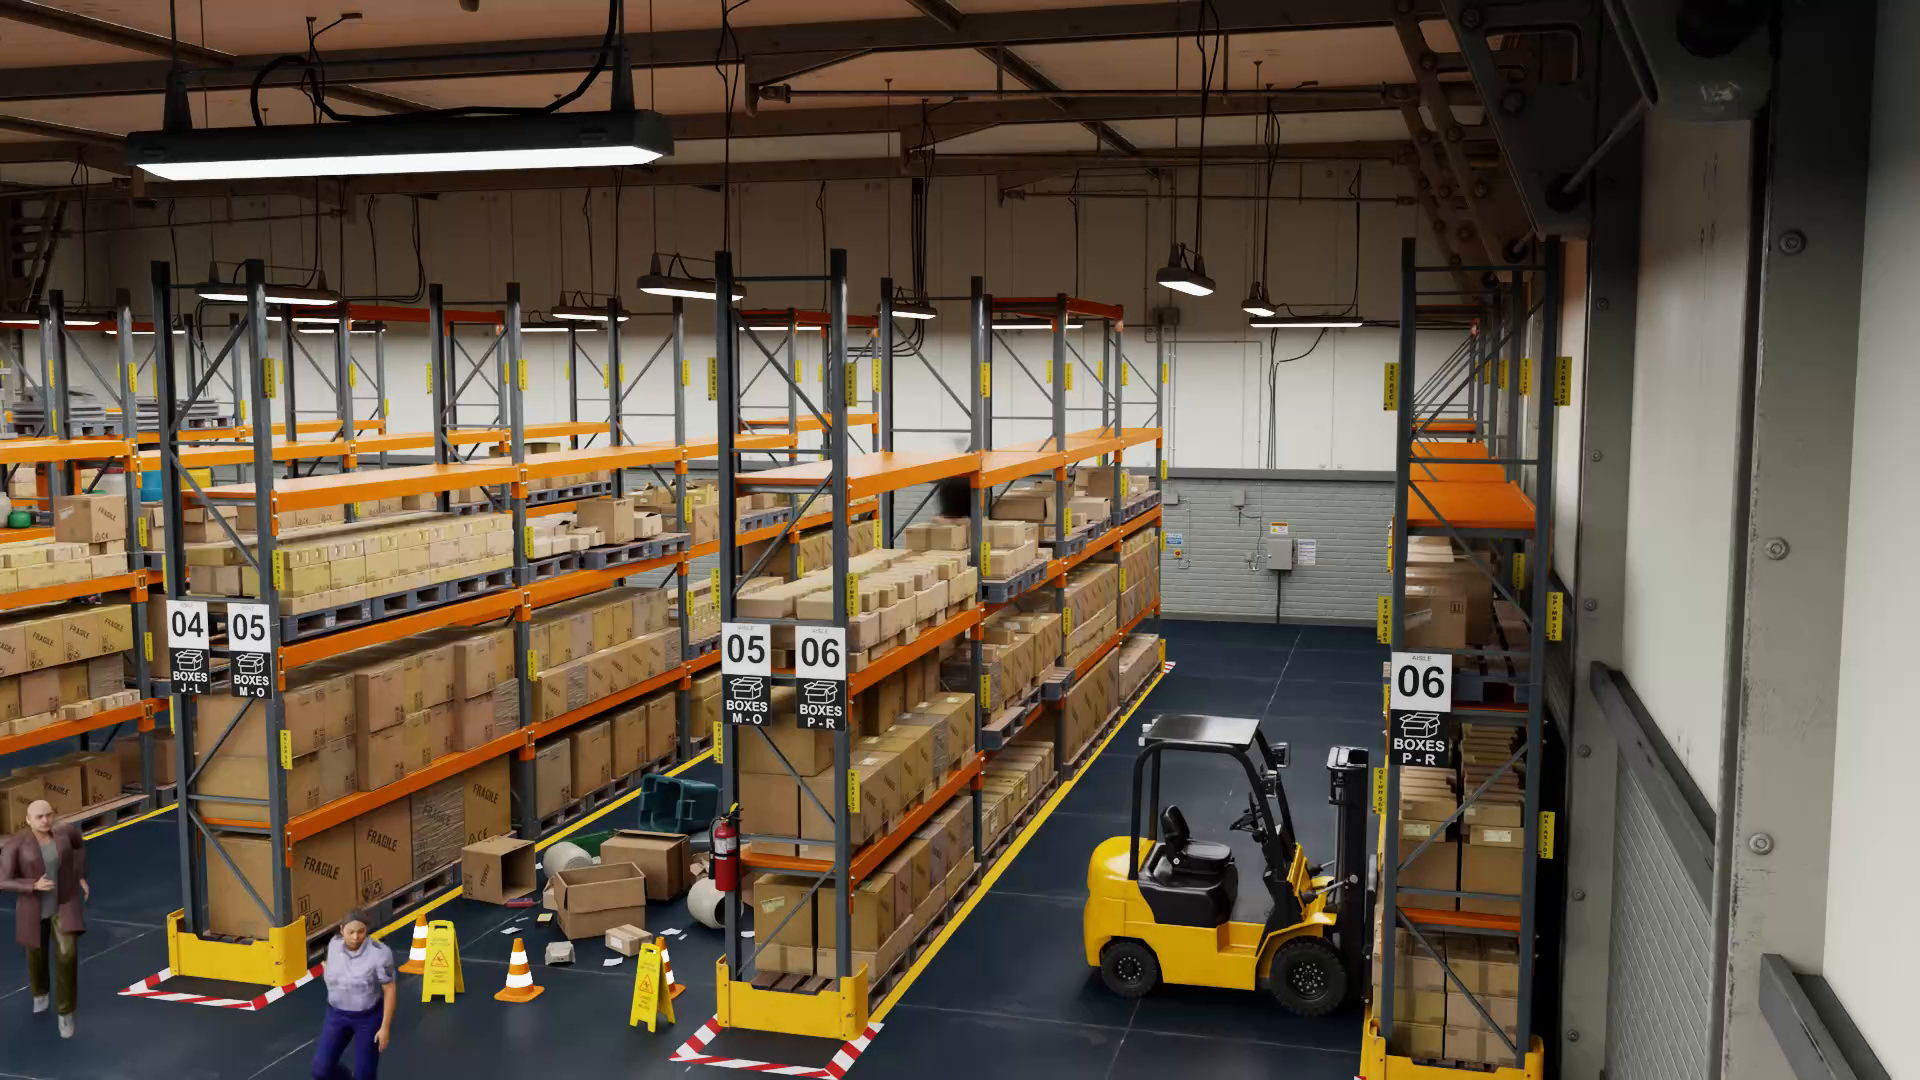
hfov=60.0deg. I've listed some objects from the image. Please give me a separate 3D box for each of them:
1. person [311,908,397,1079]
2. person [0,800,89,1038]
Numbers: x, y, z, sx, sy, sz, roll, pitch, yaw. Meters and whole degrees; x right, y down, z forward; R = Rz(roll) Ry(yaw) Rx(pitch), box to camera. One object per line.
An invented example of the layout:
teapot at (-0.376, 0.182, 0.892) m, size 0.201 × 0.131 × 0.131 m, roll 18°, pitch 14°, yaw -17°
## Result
person at (-4.068, 3.200, 11.192) m, size 0.668 × 1.601 × 0.551 m, roll 1°, pitch 6°, yaw 6°
person at (-7.110, 2.919, 12.939) m, size 0.645 × 1.847 × 0.932 m, roll -4°, pitch 7°, yaw -33°
